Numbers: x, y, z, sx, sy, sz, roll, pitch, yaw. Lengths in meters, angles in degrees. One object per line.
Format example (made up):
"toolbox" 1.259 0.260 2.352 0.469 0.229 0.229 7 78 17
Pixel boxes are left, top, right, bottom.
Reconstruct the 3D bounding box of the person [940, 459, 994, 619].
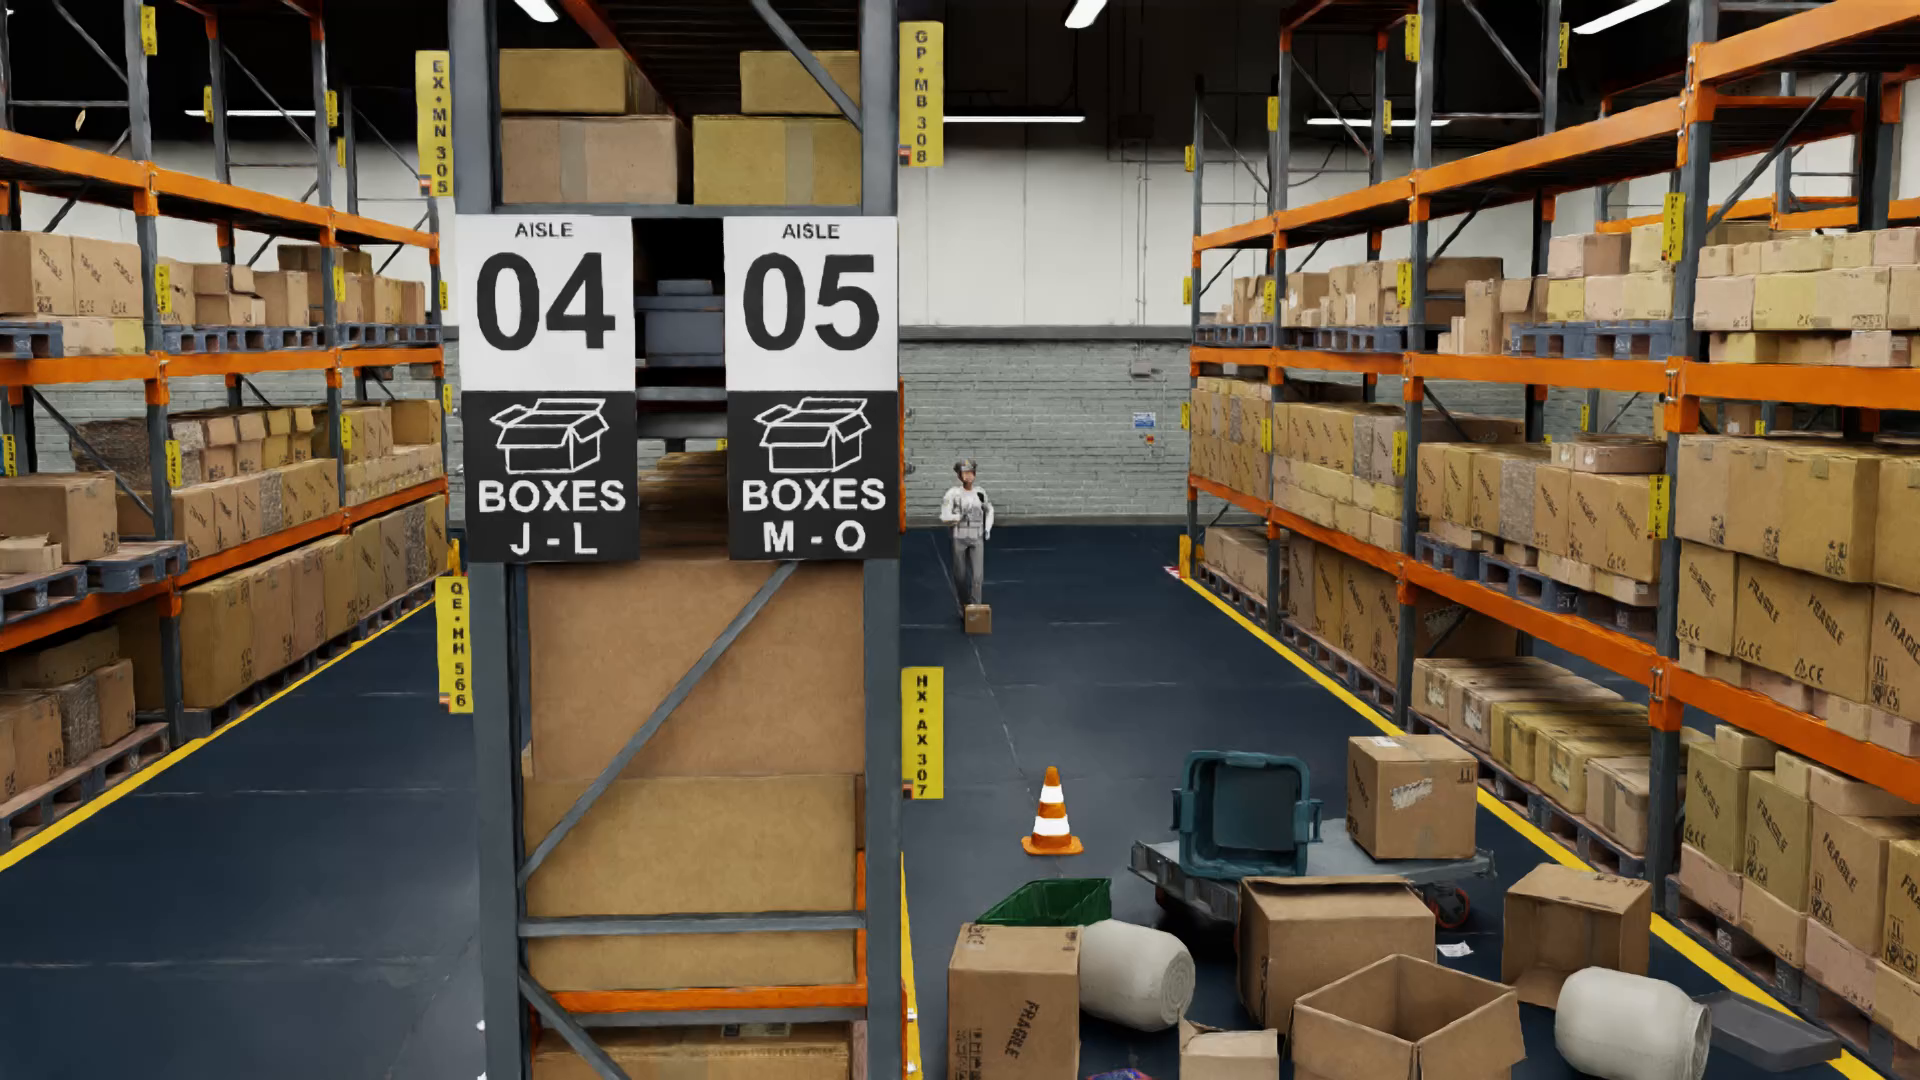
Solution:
"person" 0.088 0.026 16.984 0.574 1.673 0.802 0 7 -3
